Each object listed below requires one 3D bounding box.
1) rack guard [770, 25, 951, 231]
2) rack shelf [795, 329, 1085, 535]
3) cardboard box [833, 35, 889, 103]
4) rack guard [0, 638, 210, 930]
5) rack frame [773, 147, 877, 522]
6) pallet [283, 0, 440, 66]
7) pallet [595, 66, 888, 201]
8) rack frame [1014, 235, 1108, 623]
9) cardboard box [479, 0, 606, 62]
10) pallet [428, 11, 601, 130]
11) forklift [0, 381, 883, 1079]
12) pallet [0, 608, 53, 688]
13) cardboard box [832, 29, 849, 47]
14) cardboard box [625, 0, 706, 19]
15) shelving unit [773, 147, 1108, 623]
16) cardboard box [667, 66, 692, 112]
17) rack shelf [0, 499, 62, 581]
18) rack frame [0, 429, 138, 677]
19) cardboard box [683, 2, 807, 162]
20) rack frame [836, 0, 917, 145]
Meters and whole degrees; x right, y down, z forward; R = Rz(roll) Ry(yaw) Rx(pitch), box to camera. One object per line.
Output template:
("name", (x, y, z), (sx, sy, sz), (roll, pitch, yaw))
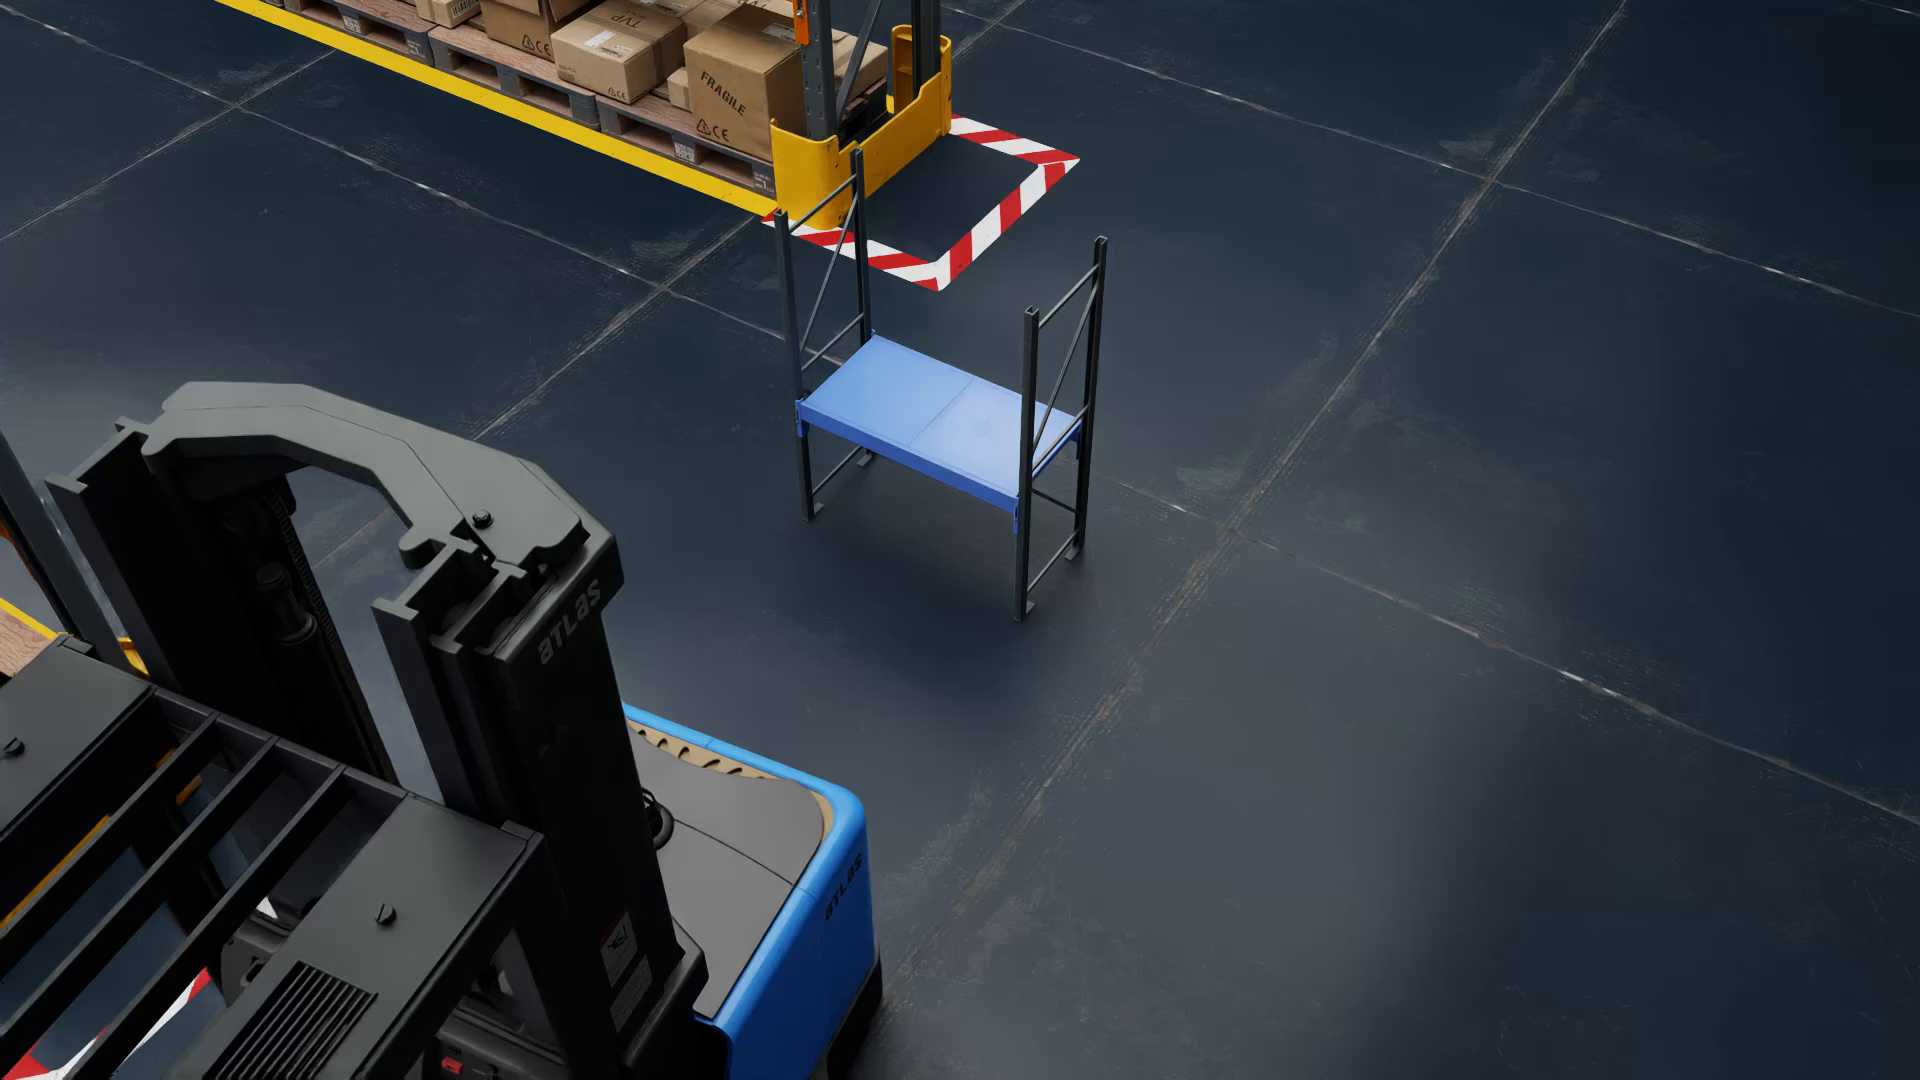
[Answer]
("rack guard", (-0.480, -2.108, 8.450), (0.348, 0.500, 1.175), (25, 51, 22))
("rack shelf", (-0.072, -0.430, 6.373), (1.000, 0.185, 0.538), (25, 51, 22))
("cardboard box", (-0.583, -2.479, 8.749), (0.250, 0.149, 0.380), (25, 51, 22))
("rack guard", (-3.067, 0.912, 5.515), (0.348, 0.500, 1.175), (25, 51, 22))
("rack frame", (-0.500, -0.753, 6.435), (0.032, 1.500, 0.500), (25, 51, 22))
("pallet", (-3.206, -3.260, 9.771), (1.213, 0.211, 1.003), (25, 51, 22))
("pallet", (-1.152, -2.315, 8.853), (1.213, 0.211, 1.003), (25, 51, 22))
("rack frame", (0.356, -0.359, 6.053), (0.032, 1.500, 0.500), (25, 51, 22))
("cardboard box", (-2.199, -3.057, 9.063), (0.637, 0.503, 0.797), (25, 51, 22))
("pallet", (-2.175, -2.788, 9.312), (1.213, 0.211, 1.003), (25, 51, 22))
("forklift", (-1.317, 1.250, 3.492), (1.130, 2.935, 3.031), (18, 49, 17))
("pallet", (-3.767, 0.668, 5.954), (1.213, 0.211, 1.003), (25, 51, 22))
("cardboard box", (-0.794, -2.582, 8.836), (0.250, 0.166, 0.380), (25, 51, 22))
("cardboard box", (-1.563, -2.914, 9.100), (0.500, 0.250, 0.500), (25, 51, 22))
("shelving unit", (-0.072, -0.556, 6.244), (1.048, 1.500, 0.538), (25, 51, 22))
("cardboard box", (-1.299, -2.389, 8.648), (0.250, 0.166, 0.380), (25, 51, 22))
("rack shelf", (-4.777, -0.485, 5.631), (4.000, 0.370, 1.077), (25, 51, 22))
("rack frame", (-3.094, 0.039, 4.620), (0.127, 3.000, 1.000), (25, 51, 22))
("cardboard box", (-1.007, -2.294, 8.324), (0.500, 0.500, 0.500), (25, 51, 22))
("rack frame", (-0.415, -2.952, 7.527), (0.053, 2.616, 0.949), (25, 51, 22))
